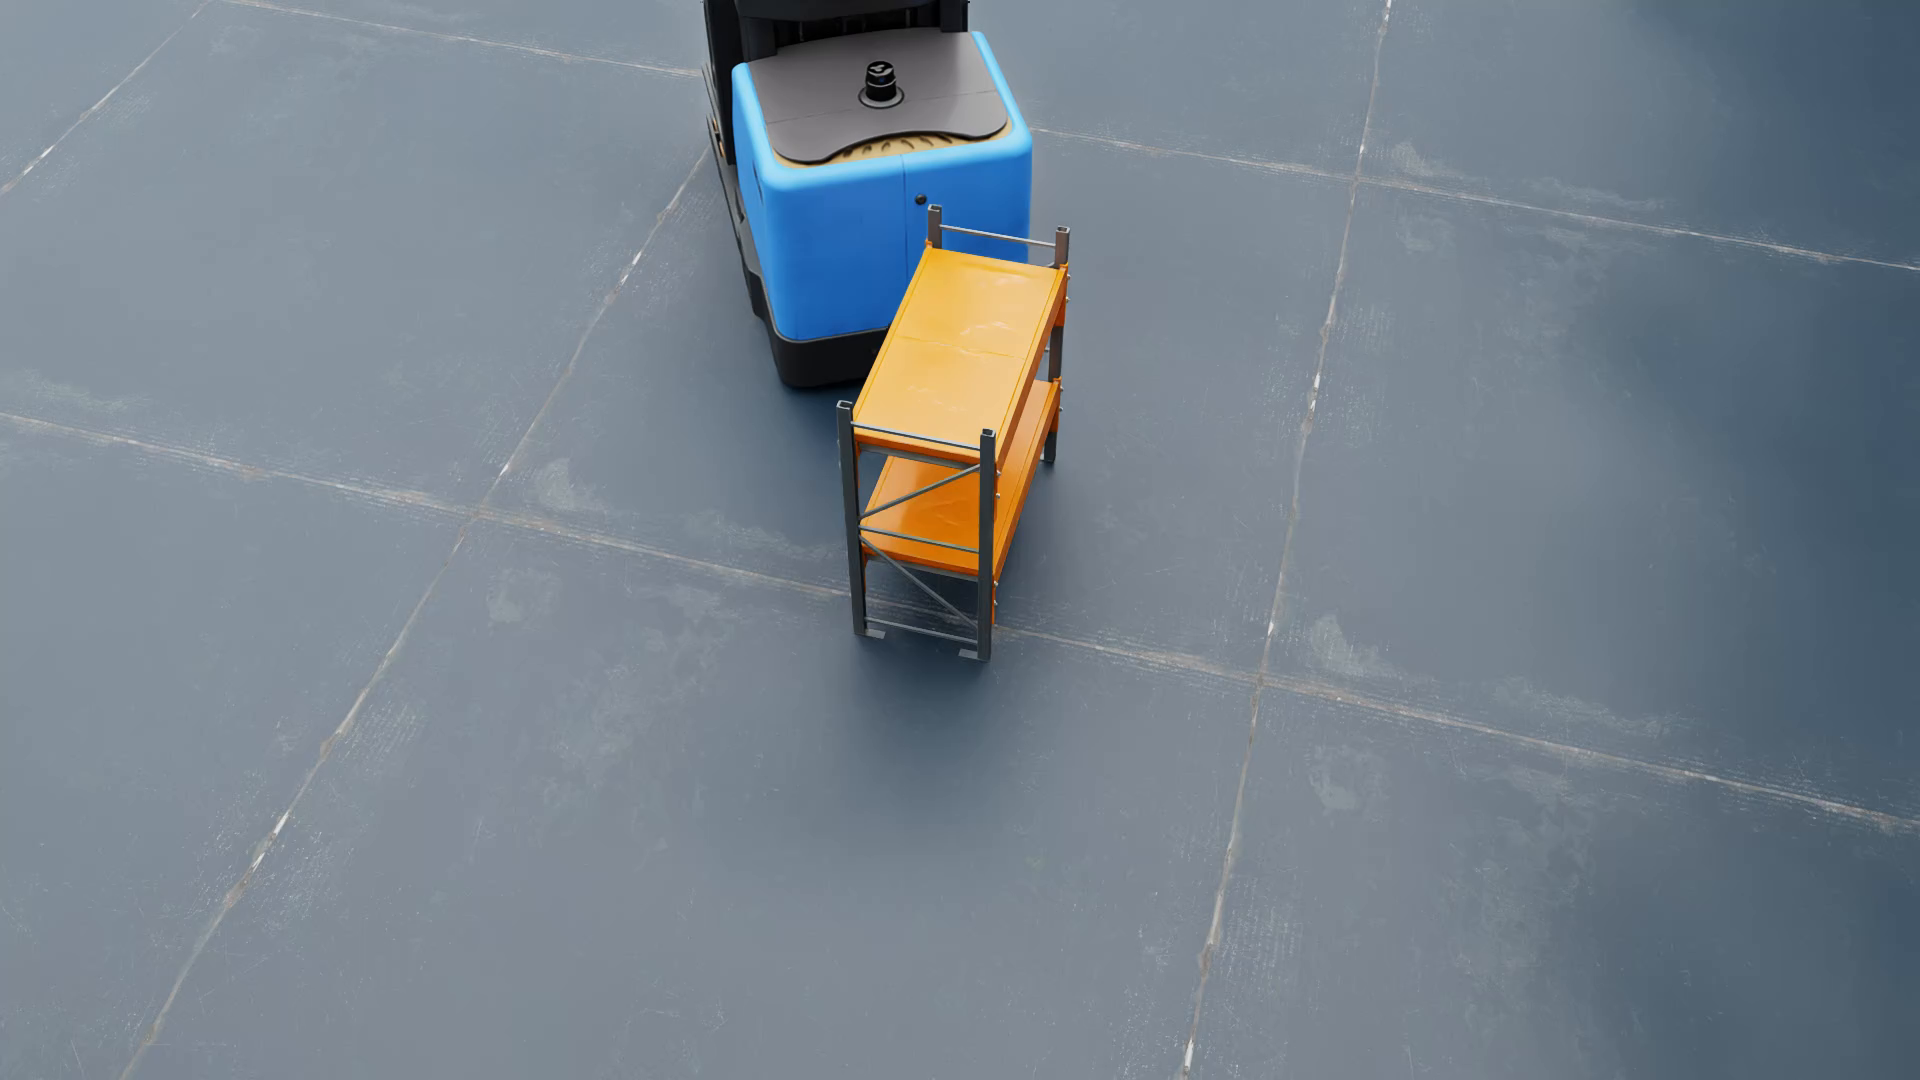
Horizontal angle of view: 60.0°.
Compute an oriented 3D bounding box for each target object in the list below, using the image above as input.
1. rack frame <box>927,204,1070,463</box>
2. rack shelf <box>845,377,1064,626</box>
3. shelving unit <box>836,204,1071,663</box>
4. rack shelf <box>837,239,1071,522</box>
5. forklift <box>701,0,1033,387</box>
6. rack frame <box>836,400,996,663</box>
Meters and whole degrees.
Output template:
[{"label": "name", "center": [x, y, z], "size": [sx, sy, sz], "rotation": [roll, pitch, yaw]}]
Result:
[{"label": "rack frame", "center": [0.132, -0.735, 6.148], "size": [0.500, 1.125, 0.032], "rotation": [12, 50, 10]}, {"label": "rack shelf", "center": [-0.002, -0.206, 6.007], "size": [0.538, 0.278, 1.000], "rotation": [12, 50, 10]}, {"label": "shelving unit", "center": [-0.002, -0.367, 5.824], "size": [0.538, 1.125, 1.048], "rotation": [12, 50, 10]}, {"label": "rack shelf", "center": [-0.002, -0.561, 5.605], "size": [0.538, 0.278, 1.000], "rotation": [12, 50, 10]}, {"label": "forklift", "center": [-0.566, -2.716, 6.693], "size": [1.130, 2.935, 3.031], "rotation": [-11, 49, -9]}, {"label": "rack frame", "center": [-0.136, 0.000, 5.499], "size": [0.500, 1.125, 0.032], "rotation": [12, 50, 10]}]
